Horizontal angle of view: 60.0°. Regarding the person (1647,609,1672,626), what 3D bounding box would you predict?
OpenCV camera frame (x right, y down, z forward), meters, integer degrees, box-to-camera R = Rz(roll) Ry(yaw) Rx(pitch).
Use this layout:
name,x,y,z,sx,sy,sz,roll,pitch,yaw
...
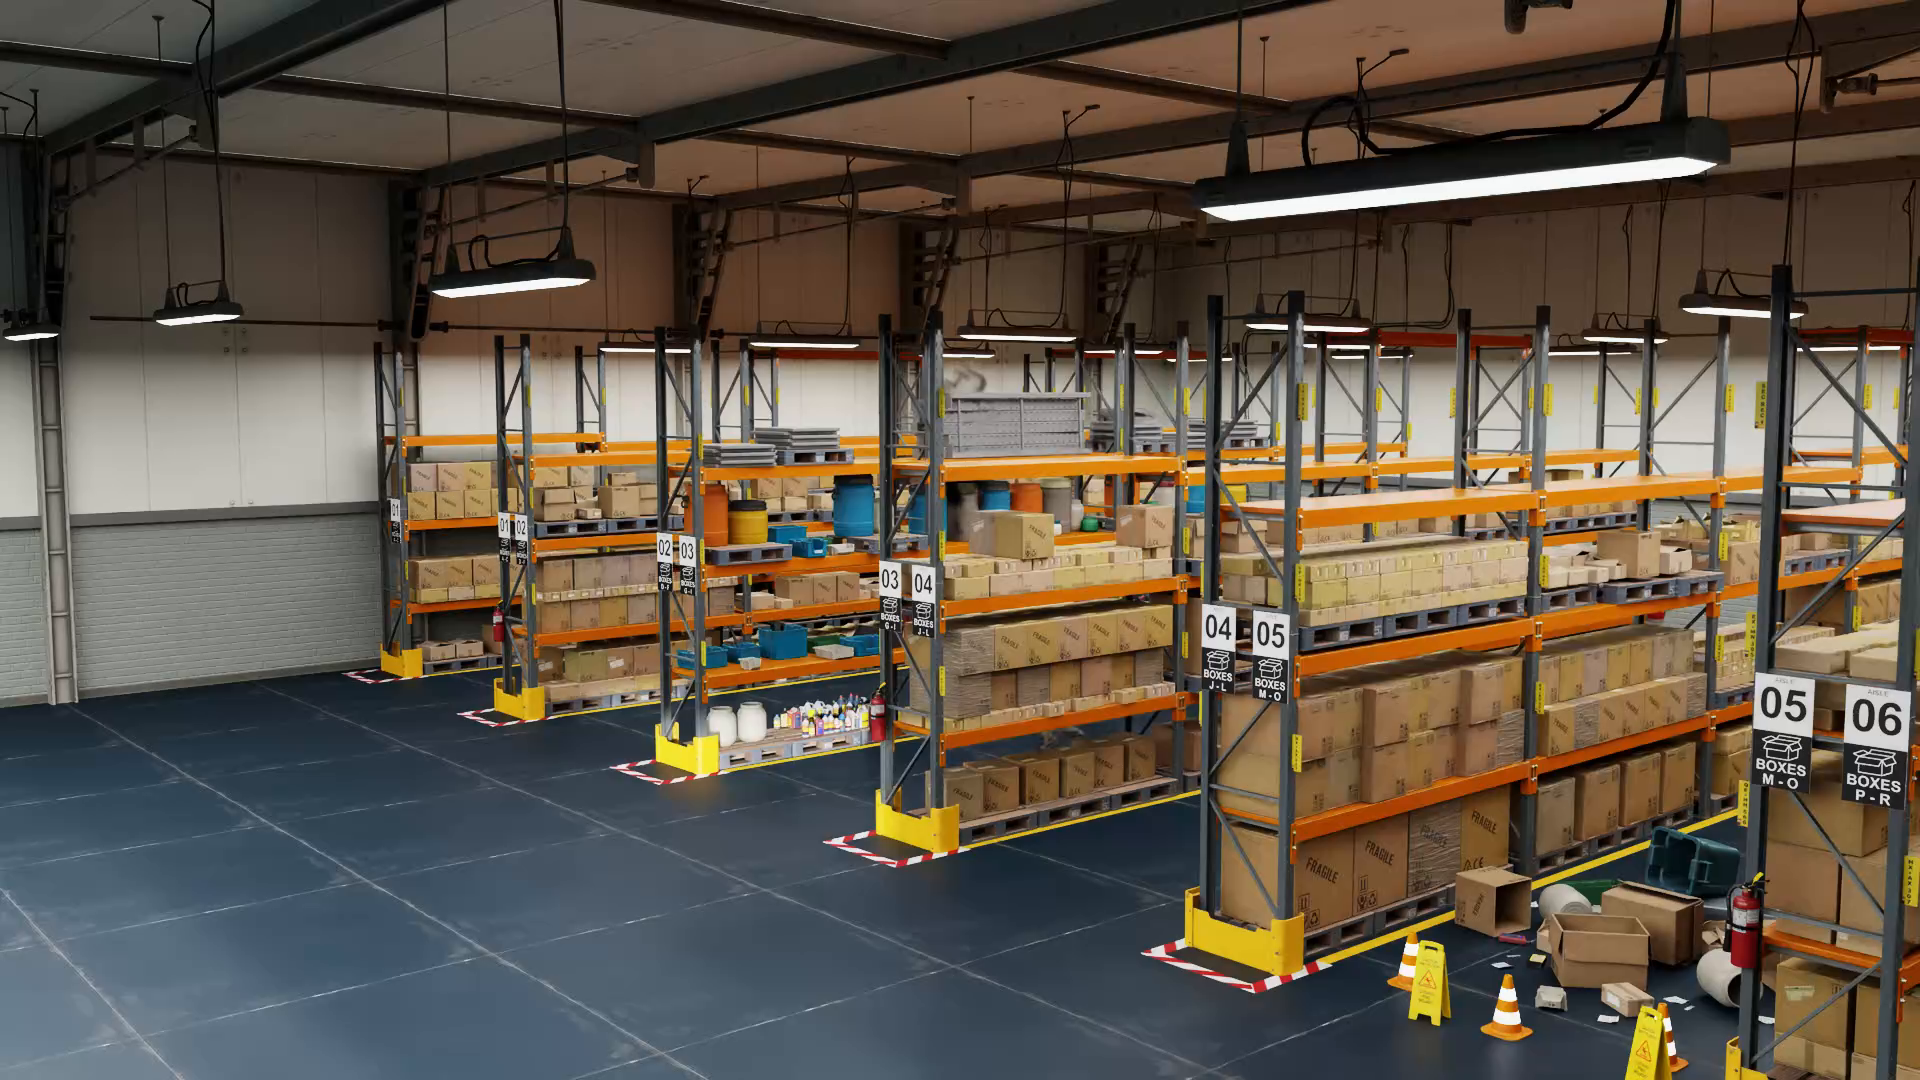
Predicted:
name,x,y,z,sx,sy,sz,roll,pitch,yaw
person,12.539,1.581,30.124,0.629,1.803,0.811,-2,6,-22

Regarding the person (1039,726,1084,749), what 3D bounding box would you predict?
name,x,y,z,sx,sy,sz,roll,pitch,yaw
person,1.332,2.113,22.716,0.680,1.608,0.869,5,7,42
